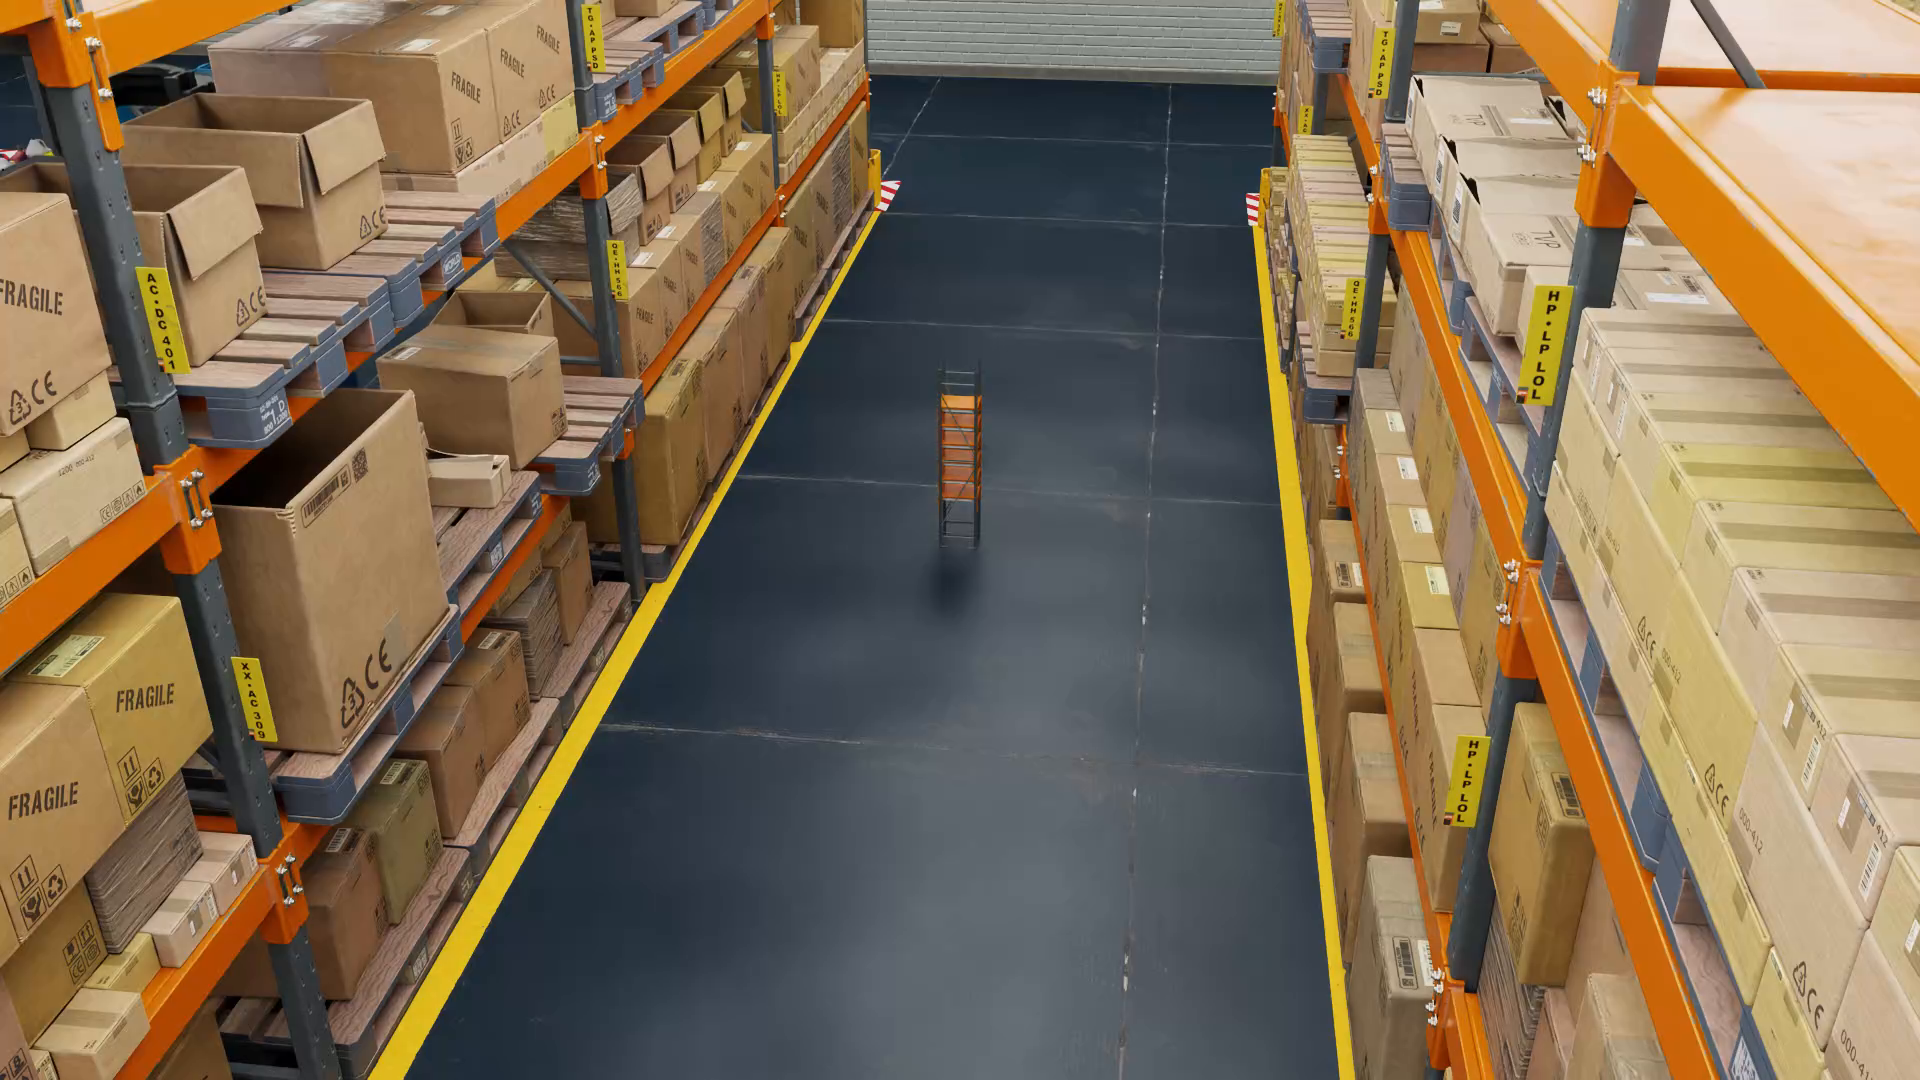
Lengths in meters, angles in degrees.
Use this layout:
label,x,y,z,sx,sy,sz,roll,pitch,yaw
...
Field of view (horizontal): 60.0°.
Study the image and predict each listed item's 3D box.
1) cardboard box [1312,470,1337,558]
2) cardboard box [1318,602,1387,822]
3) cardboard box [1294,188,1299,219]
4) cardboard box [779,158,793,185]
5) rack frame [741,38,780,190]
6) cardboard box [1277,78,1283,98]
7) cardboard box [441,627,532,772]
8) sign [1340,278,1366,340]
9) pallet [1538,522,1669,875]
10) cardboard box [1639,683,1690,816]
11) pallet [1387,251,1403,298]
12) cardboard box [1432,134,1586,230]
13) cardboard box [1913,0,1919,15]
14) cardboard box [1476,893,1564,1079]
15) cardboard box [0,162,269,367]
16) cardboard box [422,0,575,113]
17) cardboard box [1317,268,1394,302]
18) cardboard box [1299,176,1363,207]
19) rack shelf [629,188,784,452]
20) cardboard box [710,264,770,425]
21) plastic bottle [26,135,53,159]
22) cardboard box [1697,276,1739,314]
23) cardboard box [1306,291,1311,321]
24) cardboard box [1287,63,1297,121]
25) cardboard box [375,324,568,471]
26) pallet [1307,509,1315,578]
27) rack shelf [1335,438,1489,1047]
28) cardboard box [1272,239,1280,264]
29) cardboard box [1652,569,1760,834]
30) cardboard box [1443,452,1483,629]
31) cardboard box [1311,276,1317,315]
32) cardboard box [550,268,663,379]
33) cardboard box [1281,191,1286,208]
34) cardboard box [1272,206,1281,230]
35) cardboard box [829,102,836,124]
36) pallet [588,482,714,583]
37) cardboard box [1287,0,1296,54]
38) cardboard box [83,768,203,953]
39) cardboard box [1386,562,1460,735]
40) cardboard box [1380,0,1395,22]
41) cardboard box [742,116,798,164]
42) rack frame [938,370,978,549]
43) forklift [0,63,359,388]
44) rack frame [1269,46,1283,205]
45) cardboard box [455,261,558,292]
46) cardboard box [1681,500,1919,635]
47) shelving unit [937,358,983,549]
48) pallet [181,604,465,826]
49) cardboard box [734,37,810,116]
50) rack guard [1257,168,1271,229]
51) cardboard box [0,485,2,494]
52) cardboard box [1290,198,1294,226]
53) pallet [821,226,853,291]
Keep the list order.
label,x,y,z,sx,sy,sz,roll,pitch,yaw
cardboard box,2.351,-0.075,9.712,0.500,0.500,0.500,3,28,6
cardboard box,2.263,0.833,7.763,1.050,0.750,0.750,4,29,7
cardboard box,2.423,-2.229,11.026,0.380,0.149,0.250,2,28,4
cardboard box,-1.523,-2.894,13.016,0.380,0.149,0.250,3,29,6
rack frame,-1.890,-2.885,12.734,1.000,3.000,0.127,3,28,6
cardboard box,3.145,-4.188,15.418,0.380,0.149,0.250,3,28,6
cardboard box,-2.560,0.751,8.158,0.700,0.500,0.500,6,29,10
sign,1.991,-1.168,8.410,0.100,0.325,0.005,3,28,6
pallet,1.930,0.320,3.717,1.003,0.211,1.213,3,28,6
cardboard box,1.535,0.409,3.175,0.380,0.149,0.250,3,28,5
pallet,2.732,-1.516,10.395,1.003,0.211,1.213,3,28,6
cardboard box,2.099,-1.371,6.307,0.500,0.311,0.500,3,28,5
cardboard box,8.016,-4.316,13.547,0.380,0.149,0.250,4,29,7
cardboard box,2.007,1.325,4.762,0.875,0.550,0.550,3,28,6
cardboard box,-2.714,-0.885,5.309,0.797,0.503,0.637,2,28,4
cardboard box,-2.190,-2.347,7.941,0.500,0.500,0.500,4,29,8
cardboard box,2.168,-1.378,9.132,0.380,0.149,0.250,3,28,6
cardboard box,2.390,-2.236,10.725,0.380,0.149,0.250,3,28,6
rack shelf,-2.135,-1.627,11.157,1.077,0.370,4.000,3,28,6
cardboard box,-2.057,-1.411,11.796,1.225,0.875,0.875,2,28,4
plastic bottle,-7.175,-2.985,12.972,0.144,0.351,0.185,3,28,6
cardboard box,2.414,-0.696,5.225,0.250,0.149,0.380,3,28,6
cardboard box,2.232,-1.354,9.715,0.380,0.149,0.250,3,28,6
cardboard box,3.012,-3.688,13.806,0.500,0.500,0.500,3,28,5
cardboard box,-2.376,-0.706,8.141,0.700,0.500,0.500,8,29,14
pallet,2.627,0.194,9.960,1.003,0.211,1.213,3,28,6
rack shelf,2.285,0.592,7.039,1.077,0.370,4.000,3,28,6
cardboard box,2.961,-2.536,14.651,0.380,0.149,0.250,2,28,4
cardboard box,1.581,0.291,2.972,0.500,0.250,0.500,3,28,6
cardboard box,2.218,0.018,6.186,0.700,0.500,0.500,4,29,7
cardboard box,2.200,-1.380,9.450,0.380,0.149,0.250,4,29,7
cardboard box,-2.050,-1.259,9.611,0.500,0.500,0.500,4,29,8
cardboard box,3.088,-3.027,14.934,0.380,0.149,0.250,2,28,4
cardboard box,3.021,-2.900,15.013,0.380,0.149,0.250,4,29,8
cardboard box,-1.304,-3.751,14.606,0.380,0.149,0.250,4,29,7
pallet,-2.209,-0.141,10.581,1.003,0.211,1.213,3,28,6
cardboard box,3.051,-4.370,14.017,0.500,0.500,0.500,3,28,5
cardboard box,-2.987,0.914,5.263,0.875,0.500,0.500,3,28,6
cardboard box,1.963,0.436,6.465,0.500,0.500,0.500,4,29,7
cardboard box,2.370,-2.815,8.530,0.396,0.266,0.258,3,28,6
cardboard box,-1.572,-3.156,13.081,0.500,0.250,0.500,3,28,5
rack frame,-0.013,-0.478,10.165,0.240,1.200,0.006,3,28,6
forklift,-4.645,-1.072,9.441,1.130,2.935,3.031,3,28,5
rack frame,3.510,-4.432,15.606,1.000,3.000,0.127,3,28,6
cardboard box,-2.565,-1.293,9.673,0.500,0.500,0.500,4,29,8
cardboard box,1.535,0.059,2.984,0.380,0.149,0.250,4,29,7
shelving unit,-0.002,-0.521,10.245,0.258,1.200,0.189,3,28,6
pallet,-2.632,0.614,6.442,1.003,0.211,1.213,3,28,6
cardboard box,-1.509,-3.722,13.342,0.500,0.500,0.500,3,28,6
rack guard,3.501,-3.296,16.132,1.175,0.500,0.348,3,28,6
cardboard box,-2.691,-0.136,4.207,0.380,0.149,0.250,2,28,4
cardboard box,2.453,-2.216,11.315,0.380,0.149,0.250,4,29,7
pallet,-1.572,-2.586,15.120,1.003,0.211,1.213,3,28,6
